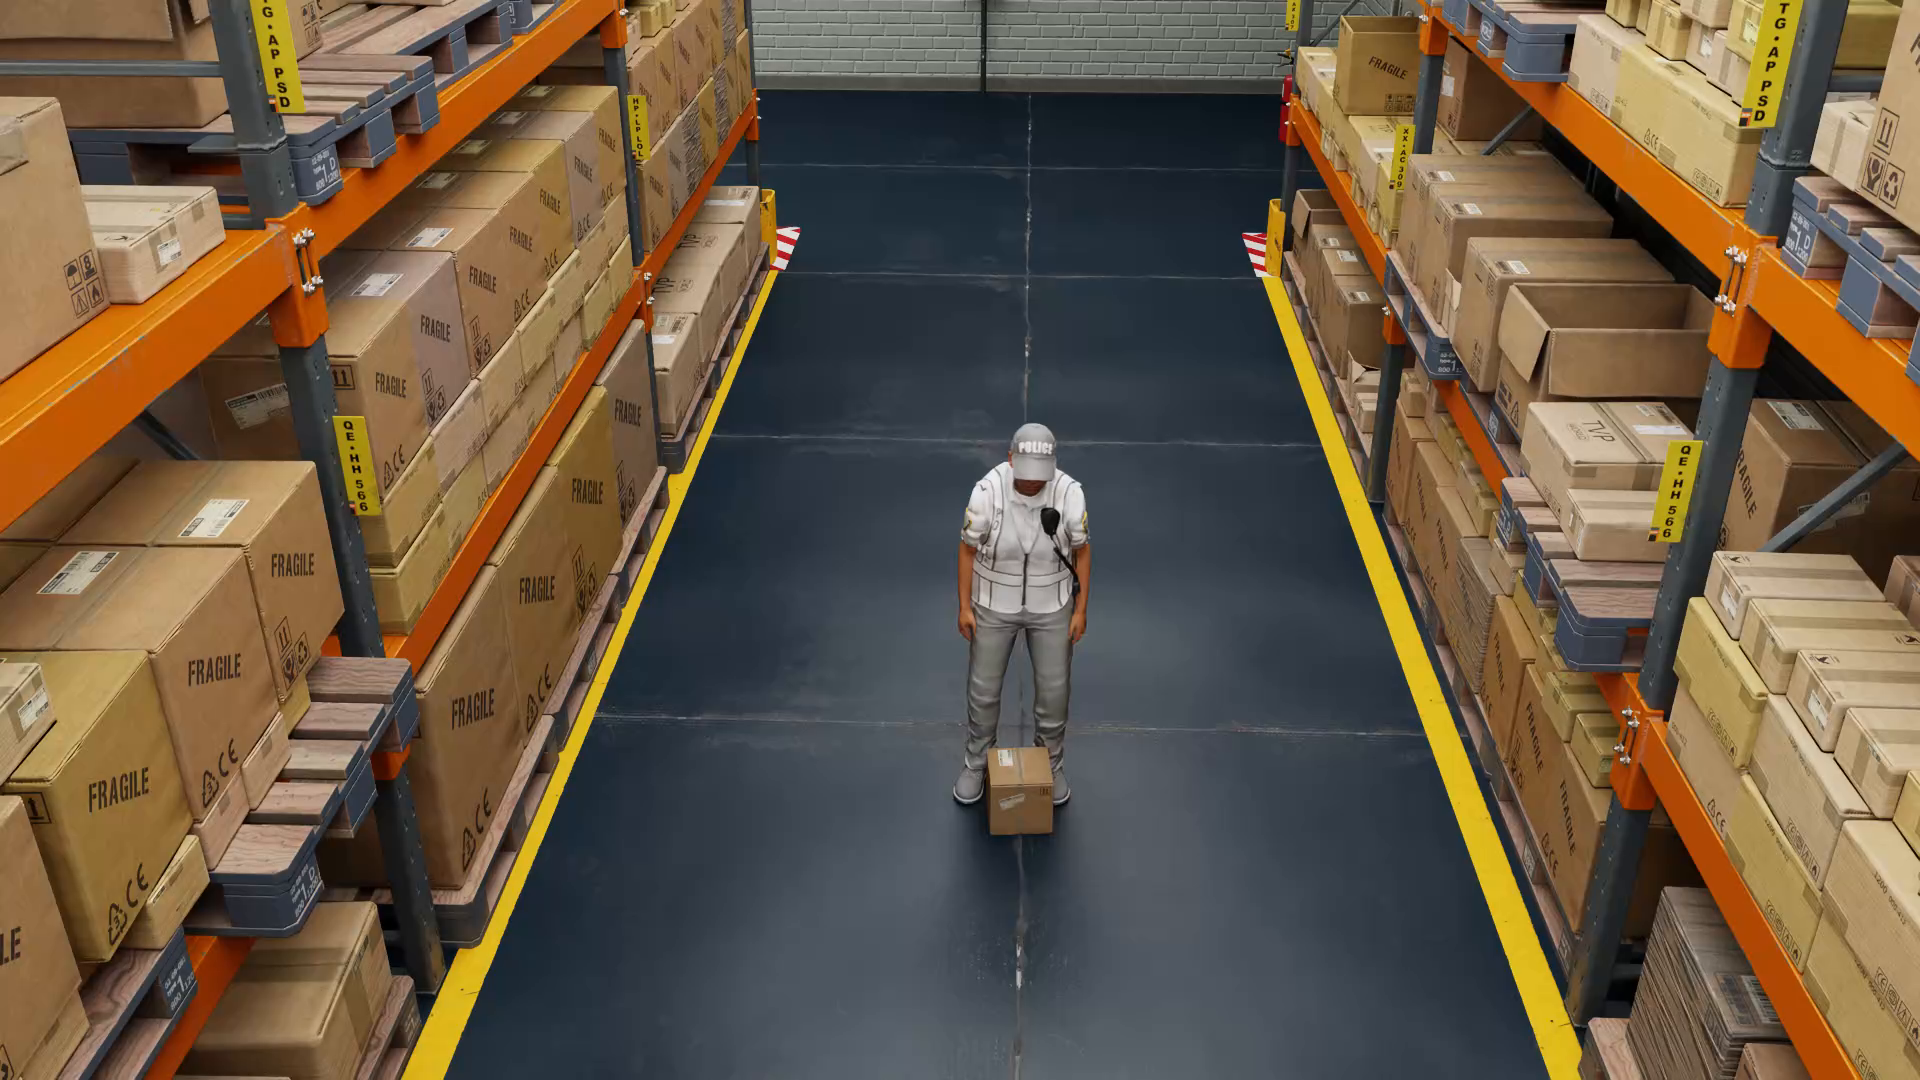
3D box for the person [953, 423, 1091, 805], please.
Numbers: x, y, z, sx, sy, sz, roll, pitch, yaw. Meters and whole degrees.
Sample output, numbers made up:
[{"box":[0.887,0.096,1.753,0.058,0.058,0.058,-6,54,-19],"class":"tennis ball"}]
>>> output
[{"box":[0.243,0.284,6.585,0.539,1.665,0.466,0,28,0],"class":"person"}]
